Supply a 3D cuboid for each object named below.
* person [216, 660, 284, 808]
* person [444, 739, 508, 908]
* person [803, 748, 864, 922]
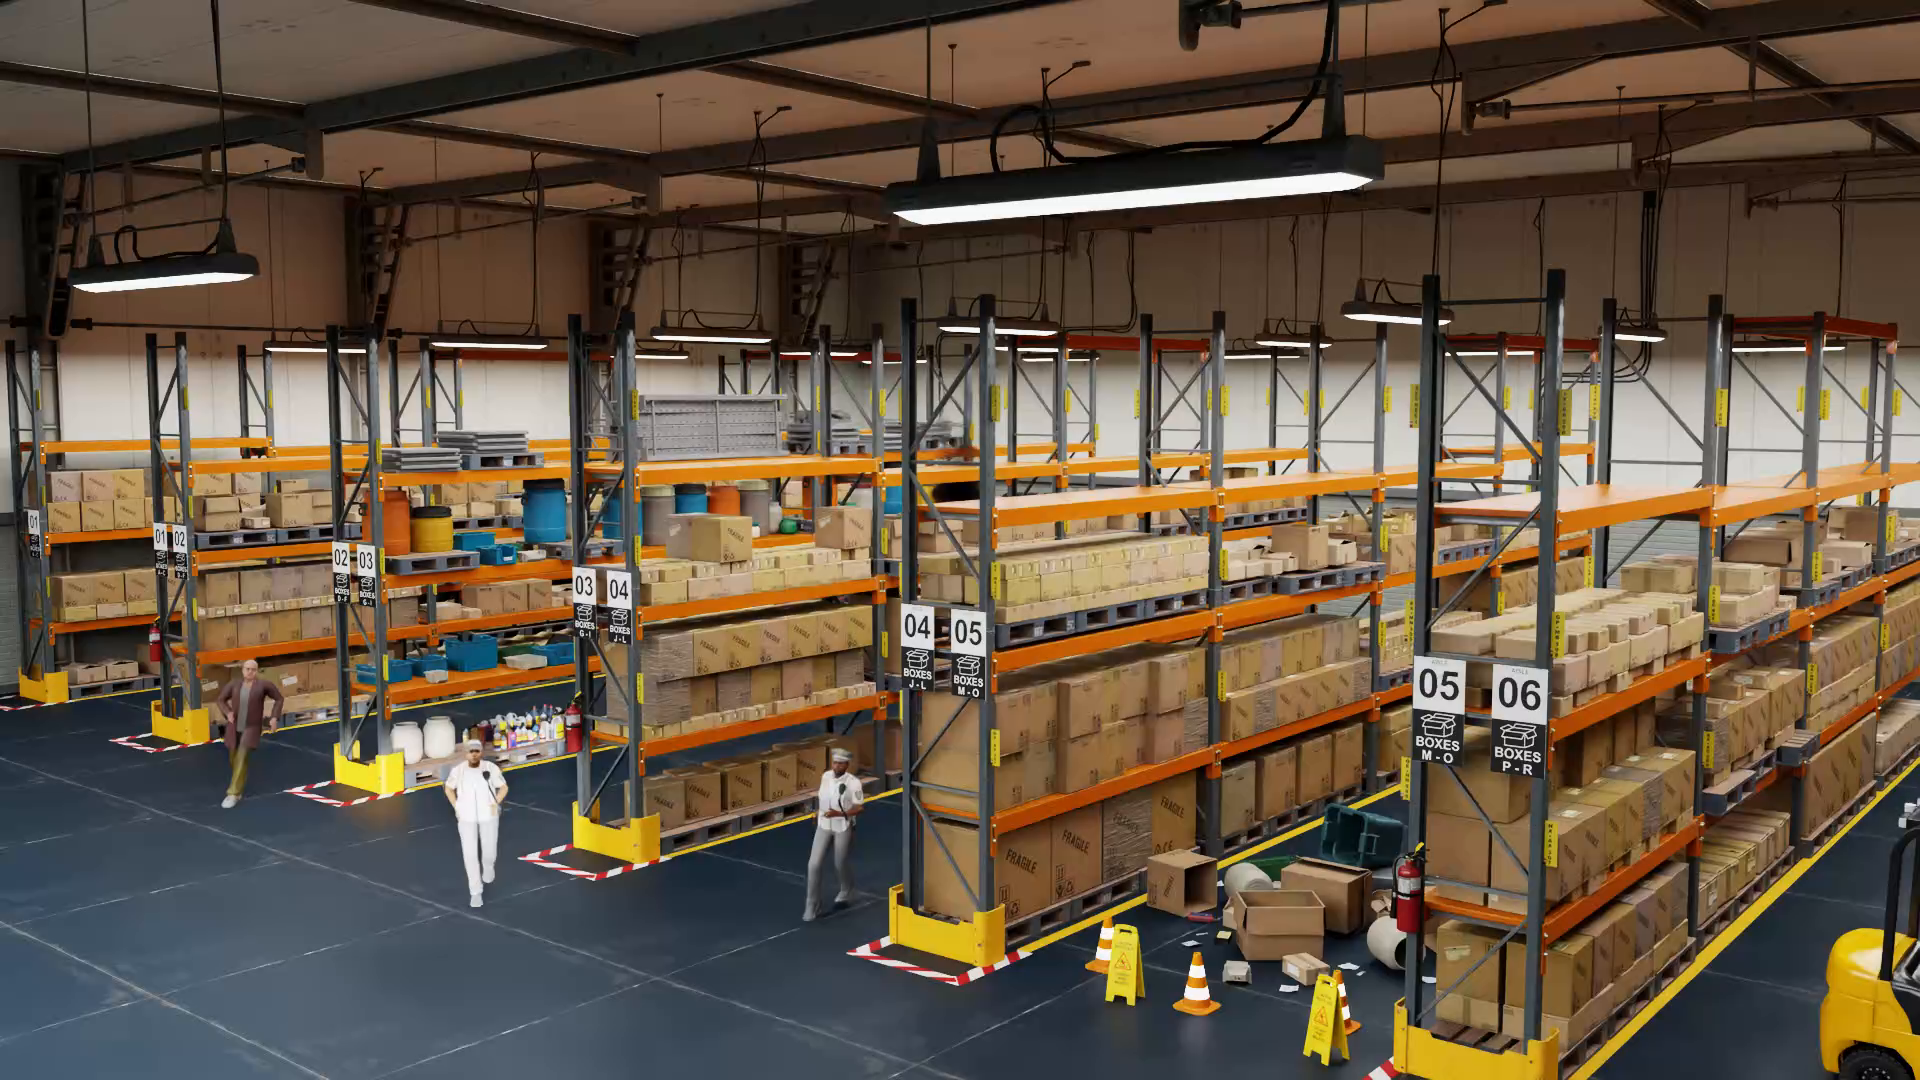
[{"bbox_3d":[-8.956,2.390,20.922,0.773,1.778,0.963,0,5,-4],"label":"person"},{"bbox_3d":[-4.912,2.825,16.911,0.624,1.649,0.777,-1,5,-14],"label":"person"},{"bbox_3d":[-1.187,2.877,16.422,0.574,1.736,0.760,2,5,20],"label":"person"}]
